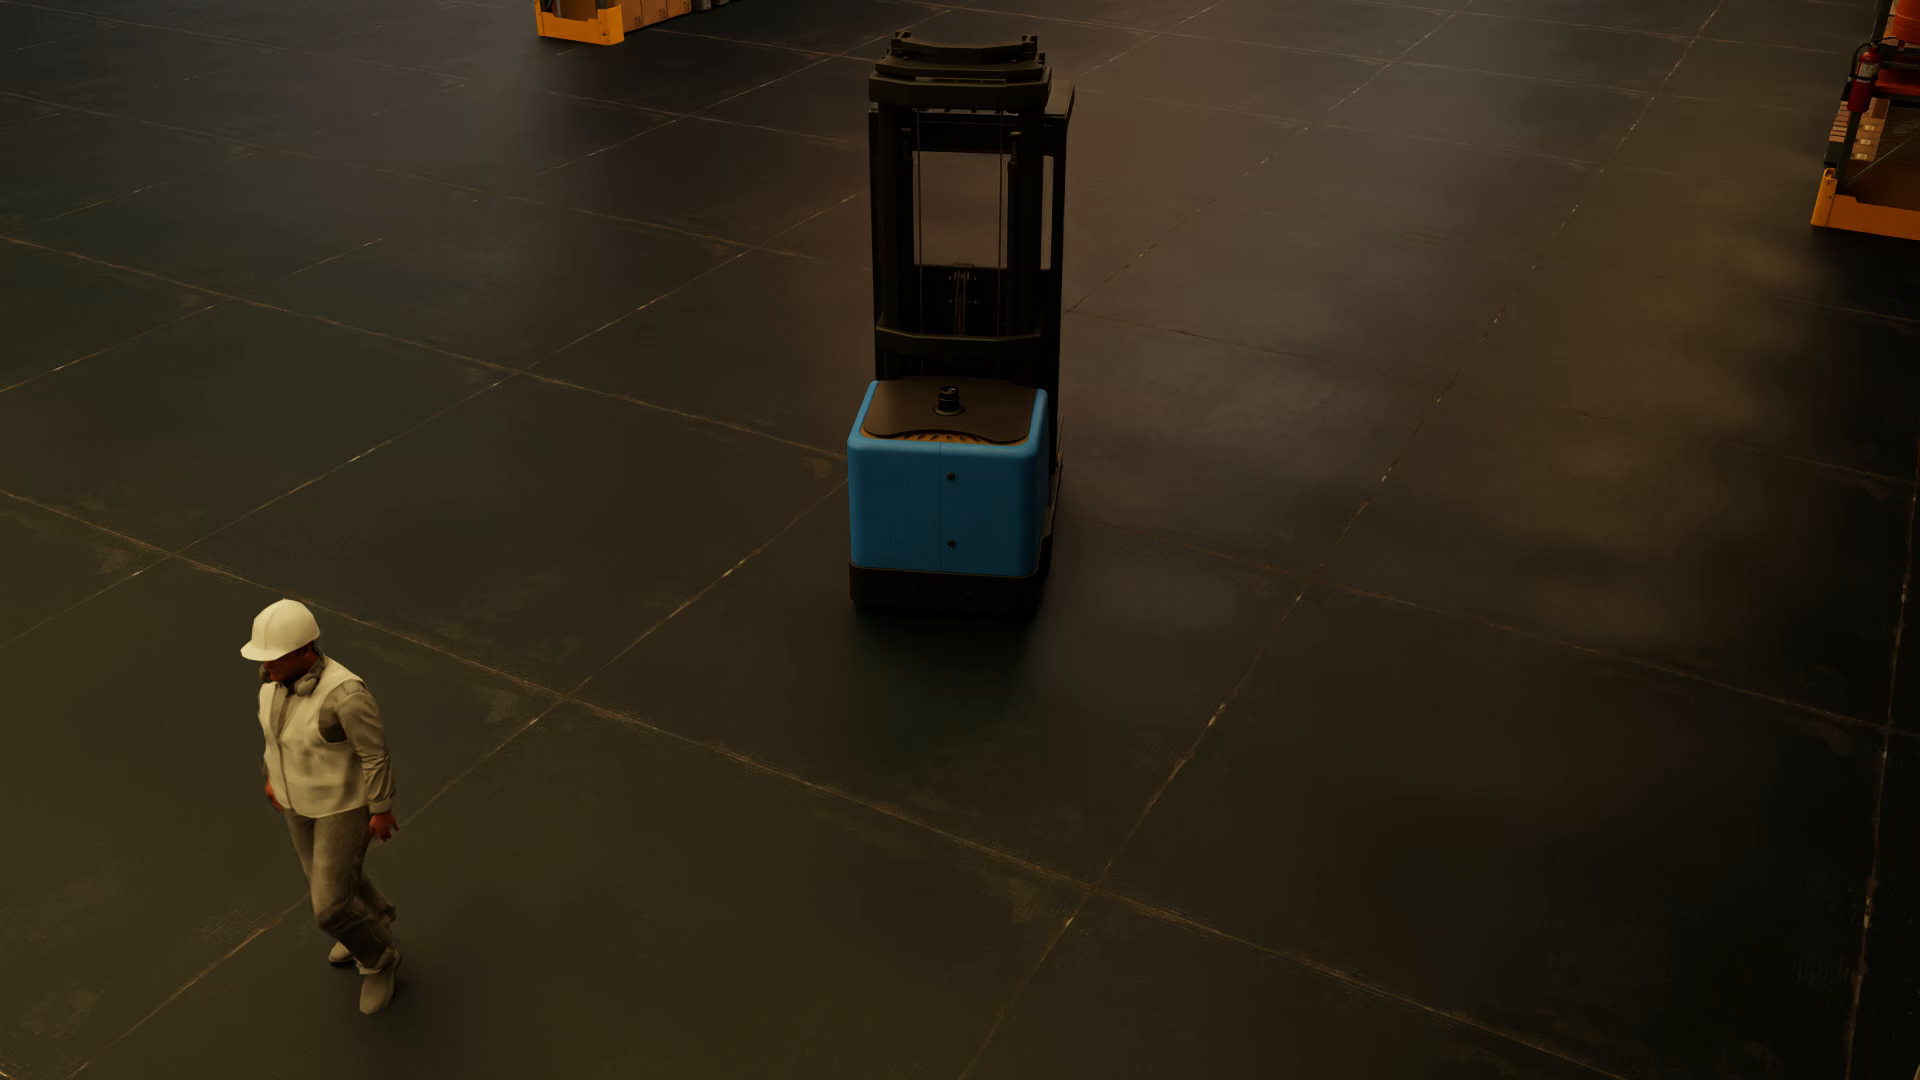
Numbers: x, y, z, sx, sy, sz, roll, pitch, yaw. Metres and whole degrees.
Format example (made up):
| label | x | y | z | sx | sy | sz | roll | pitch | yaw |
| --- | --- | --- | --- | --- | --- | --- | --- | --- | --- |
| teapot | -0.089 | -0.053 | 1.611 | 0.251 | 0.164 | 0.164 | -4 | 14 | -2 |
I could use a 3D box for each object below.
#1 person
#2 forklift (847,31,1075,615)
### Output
| label | x | y | z | sx | sy | sz | roll | pitch | yaw |
| --- | --- | --- | --- | --- | --- | --- | --- | --- | --- |
| person | -2.503 | 1.030 | 6.510 | 0.639 | 1.800 | 0.507 | 16 | 34 | 26 |
| forklift | 0.072 | -1.572 | 9.794 | 1.130 | 2.935 | 3.031 | 3 | 30 | 6 |
